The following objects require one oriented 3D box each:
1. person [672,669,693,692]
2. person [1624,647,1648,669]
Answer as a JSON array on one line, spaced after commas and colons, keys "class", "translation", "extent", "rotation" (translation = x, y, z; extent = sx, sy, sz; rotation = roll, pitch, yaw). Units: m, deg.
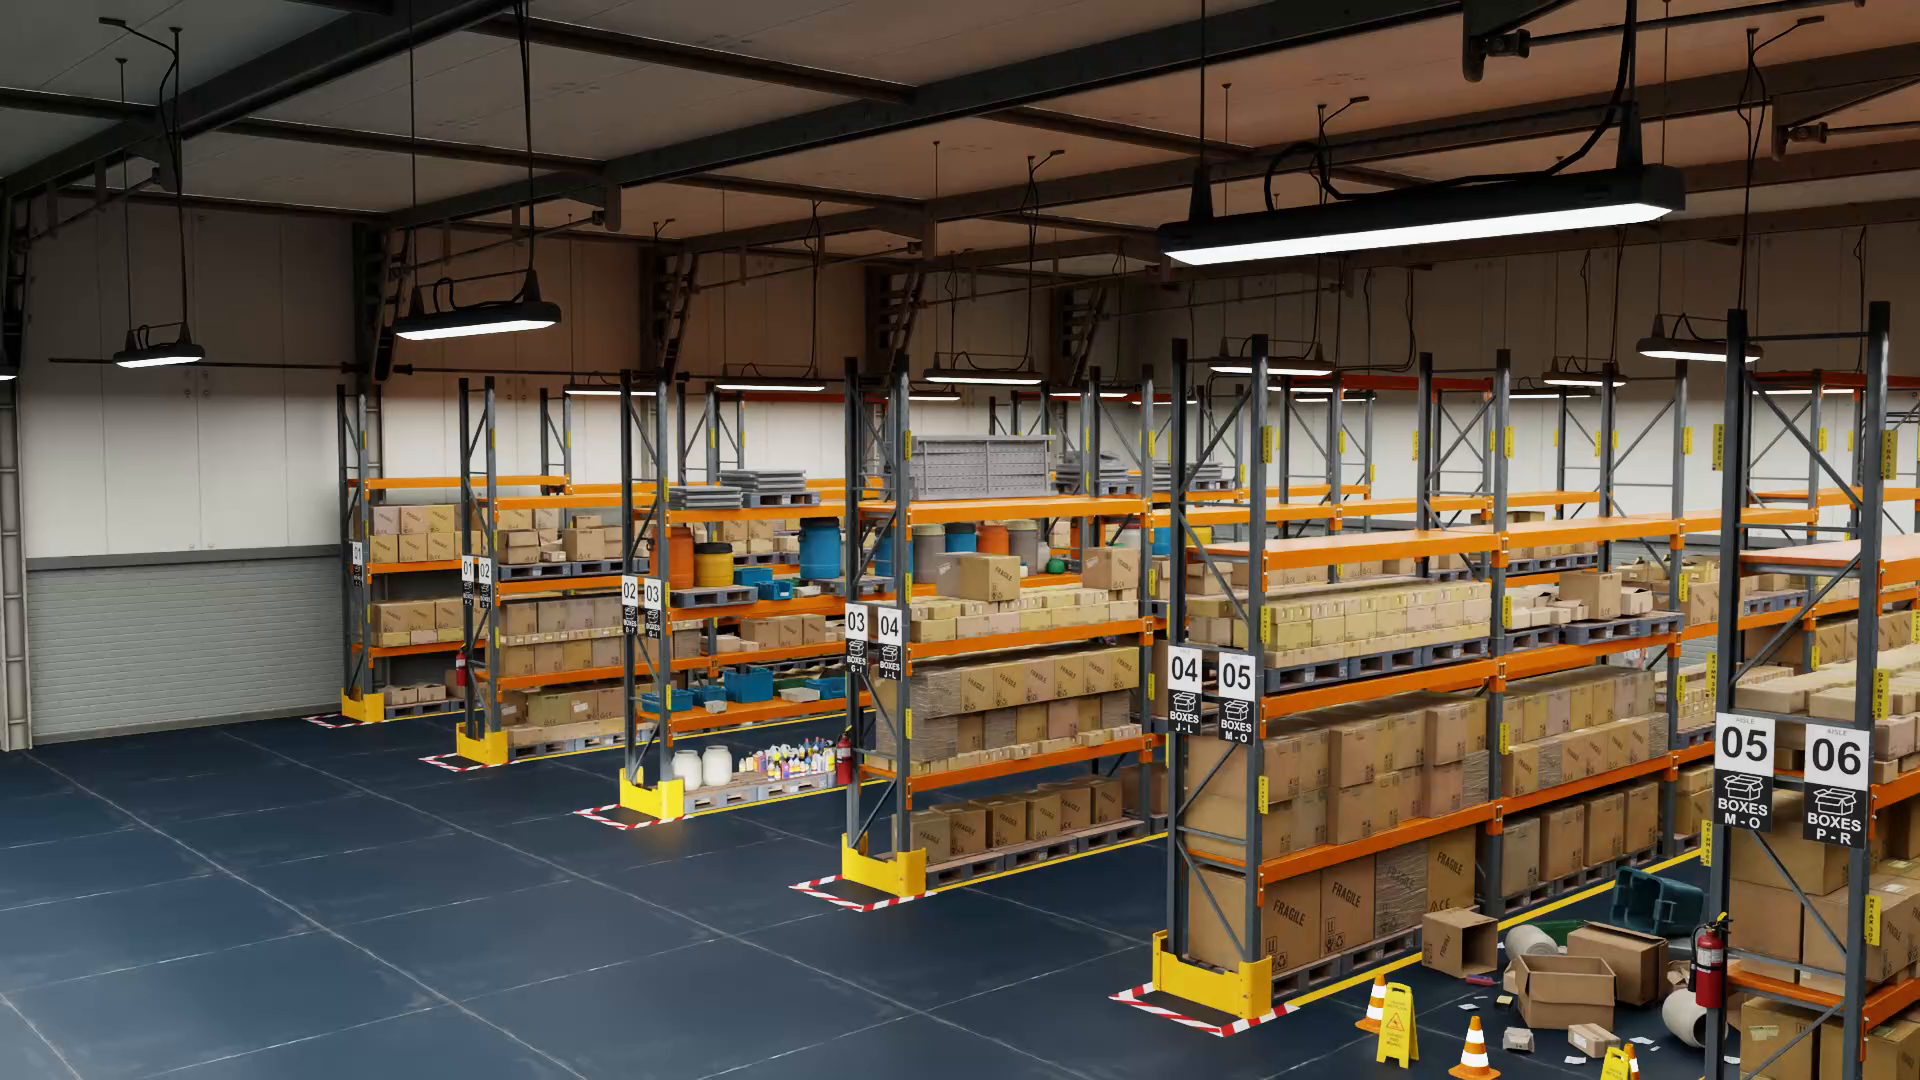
[{"class": "person", "translation": [-5.137, 2.303, 30.795], "extent": [0.460, 1.685, 0.378], "rotation": [-3, 5, -38]}, {"class": "person", "translation": [12.671, 2.239, 31.211], "extent": [0.412, 1.794, 0.543], "rotation": [-2, 4, -22]}]
